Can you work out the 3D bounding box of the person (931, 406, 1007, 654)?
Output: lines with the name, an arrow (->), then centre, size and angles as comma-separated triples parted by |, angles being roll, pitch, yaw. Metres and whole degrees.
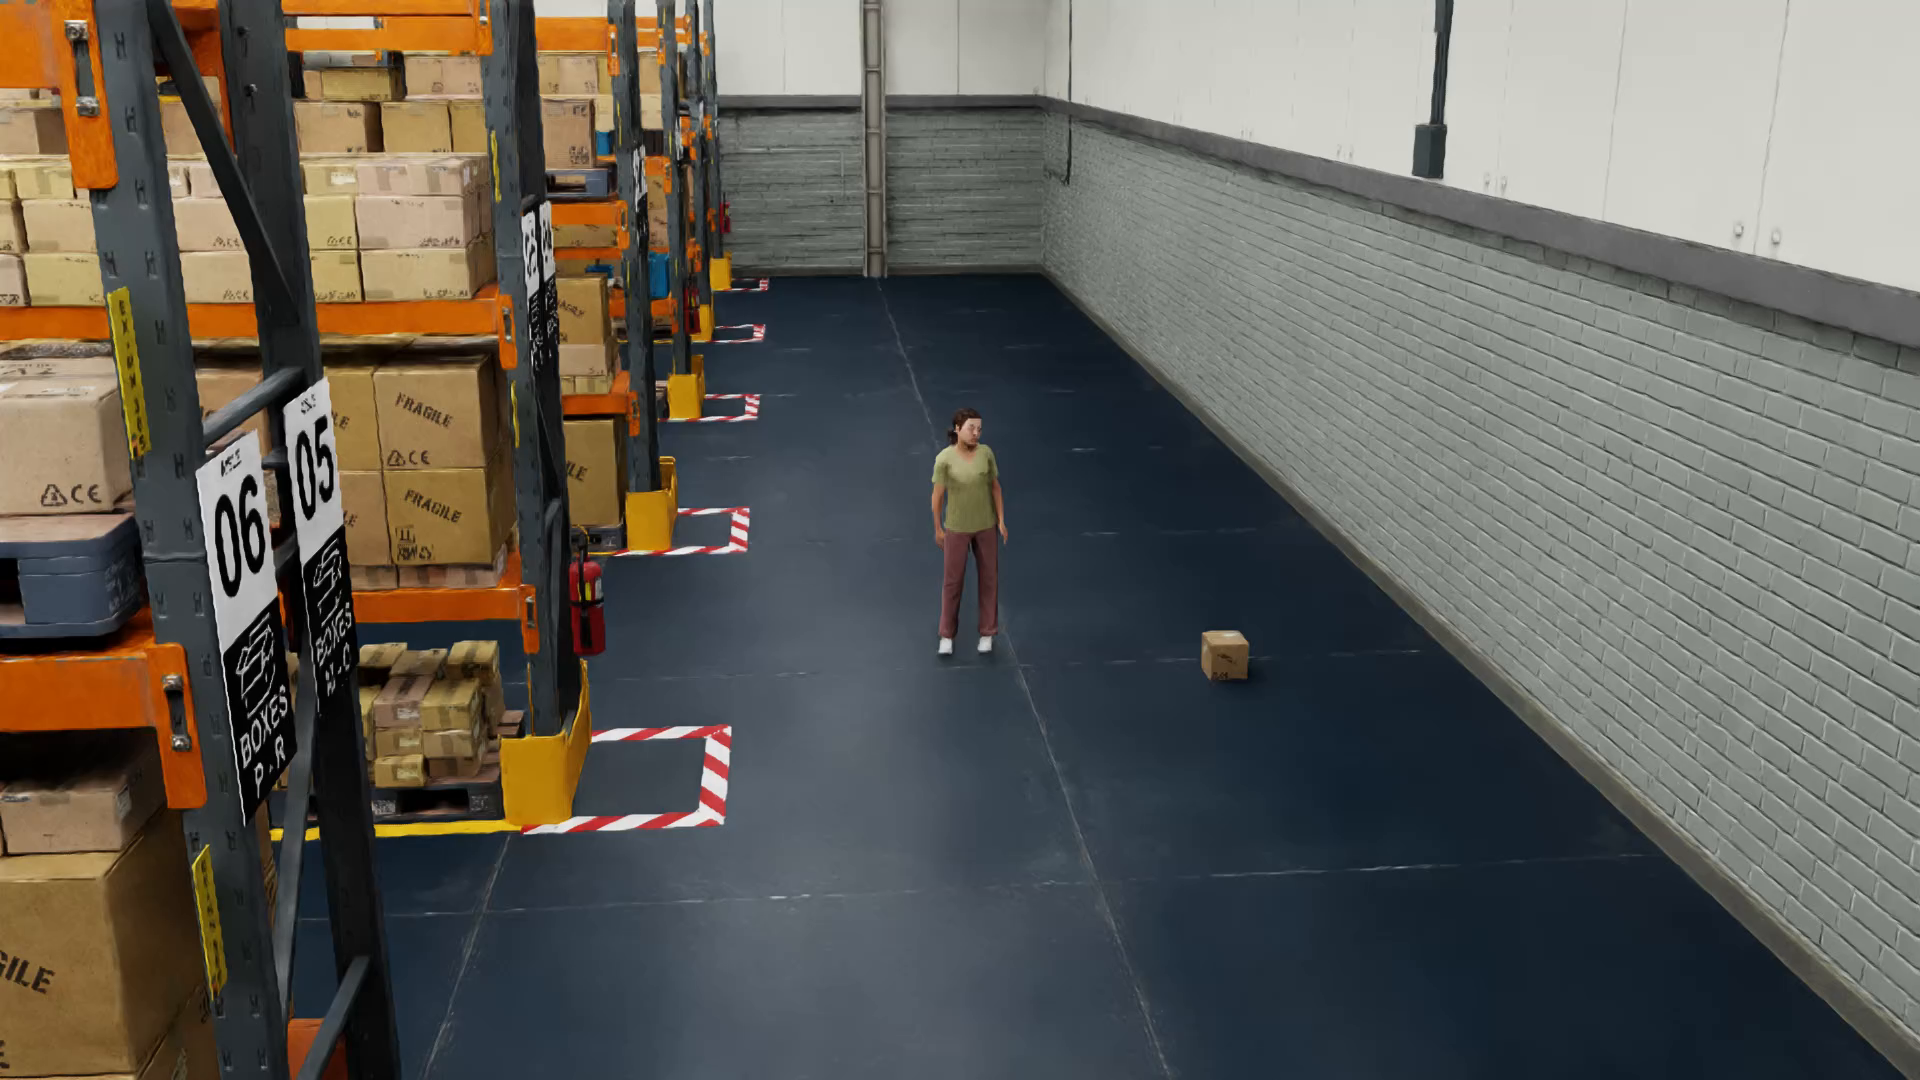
person -> 0.063, -0.068, 11.188 | 0.494, 1.681, 0.371 | -4, 17, -14
